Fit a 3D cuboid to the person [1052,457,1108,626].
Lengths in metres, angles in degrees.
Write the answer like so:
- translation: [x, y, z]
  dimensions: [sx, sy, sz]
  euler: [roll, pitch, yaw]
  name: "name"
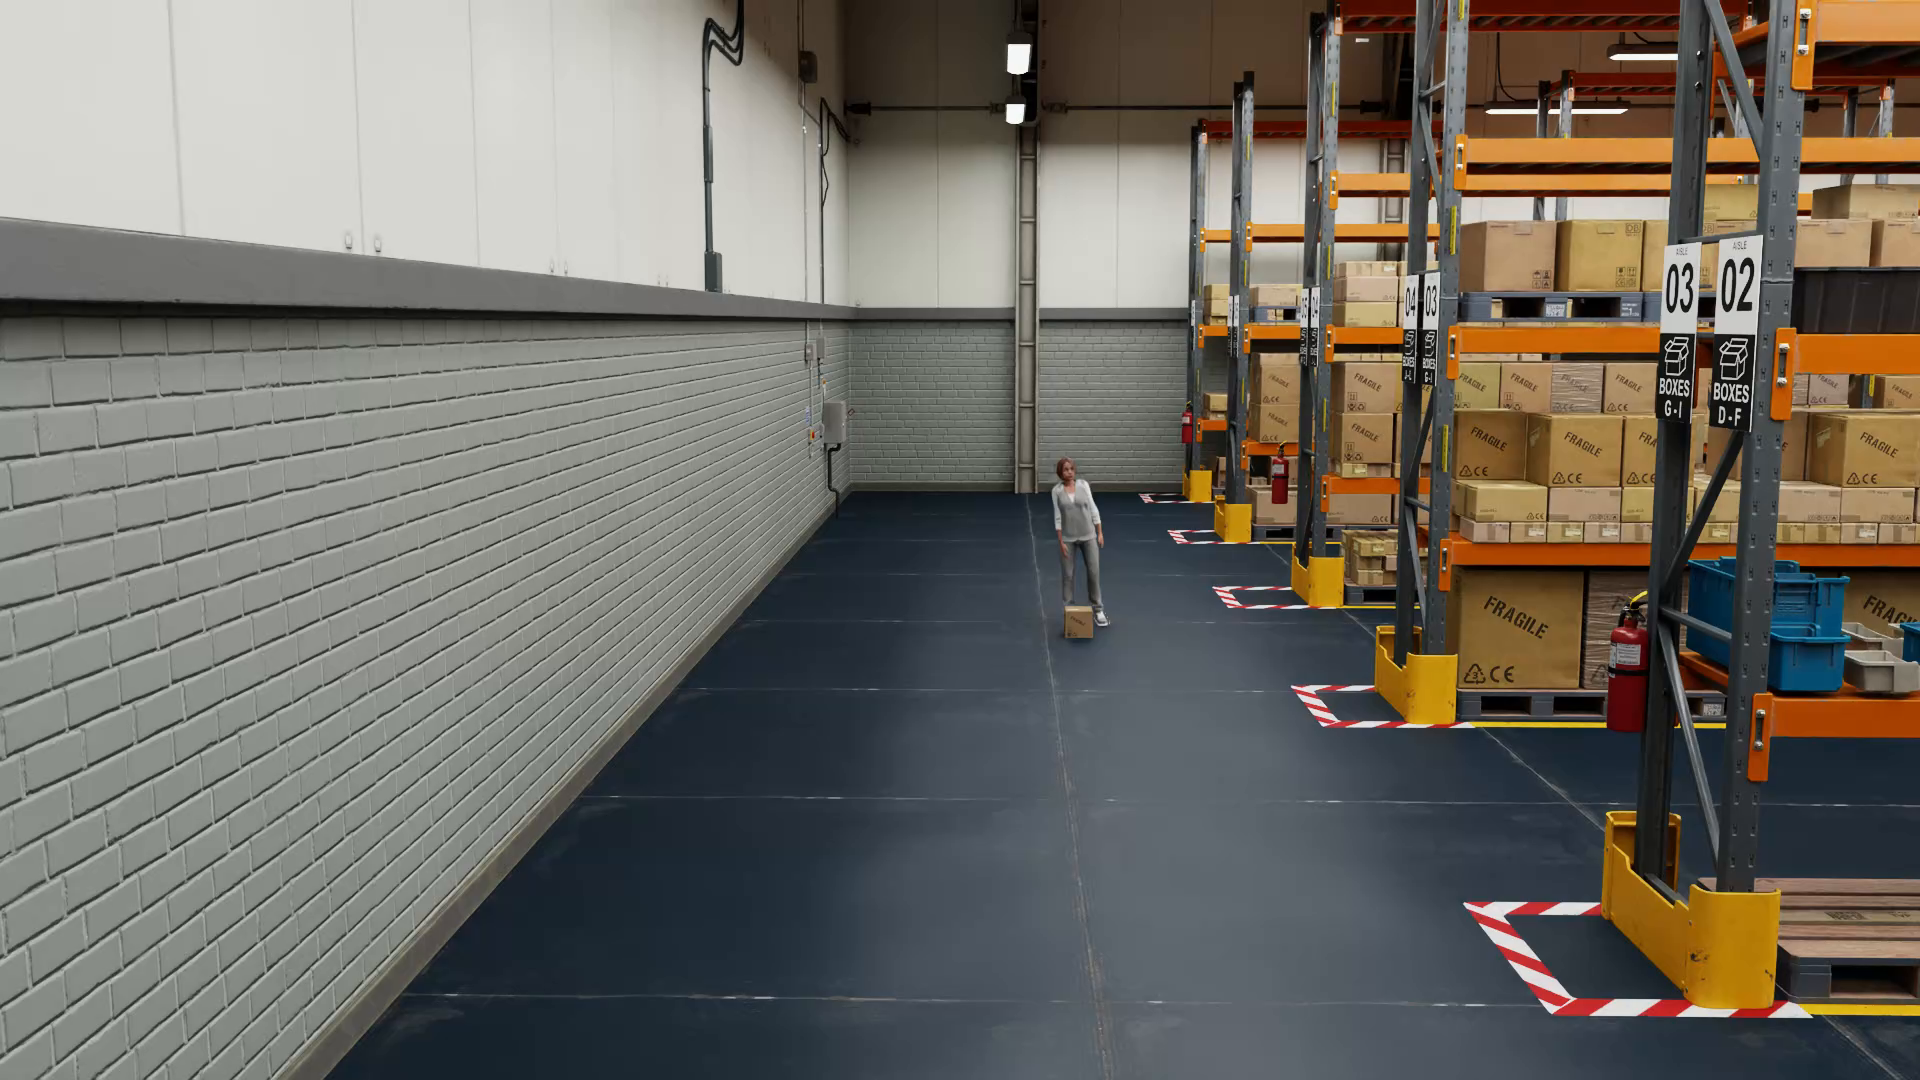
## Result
- translation: [1.128, 0.015, 15.627]
  dimensions: [0.540, 1.598, 0.332]
  euler: [0, 7, 3]
  name: "person"
